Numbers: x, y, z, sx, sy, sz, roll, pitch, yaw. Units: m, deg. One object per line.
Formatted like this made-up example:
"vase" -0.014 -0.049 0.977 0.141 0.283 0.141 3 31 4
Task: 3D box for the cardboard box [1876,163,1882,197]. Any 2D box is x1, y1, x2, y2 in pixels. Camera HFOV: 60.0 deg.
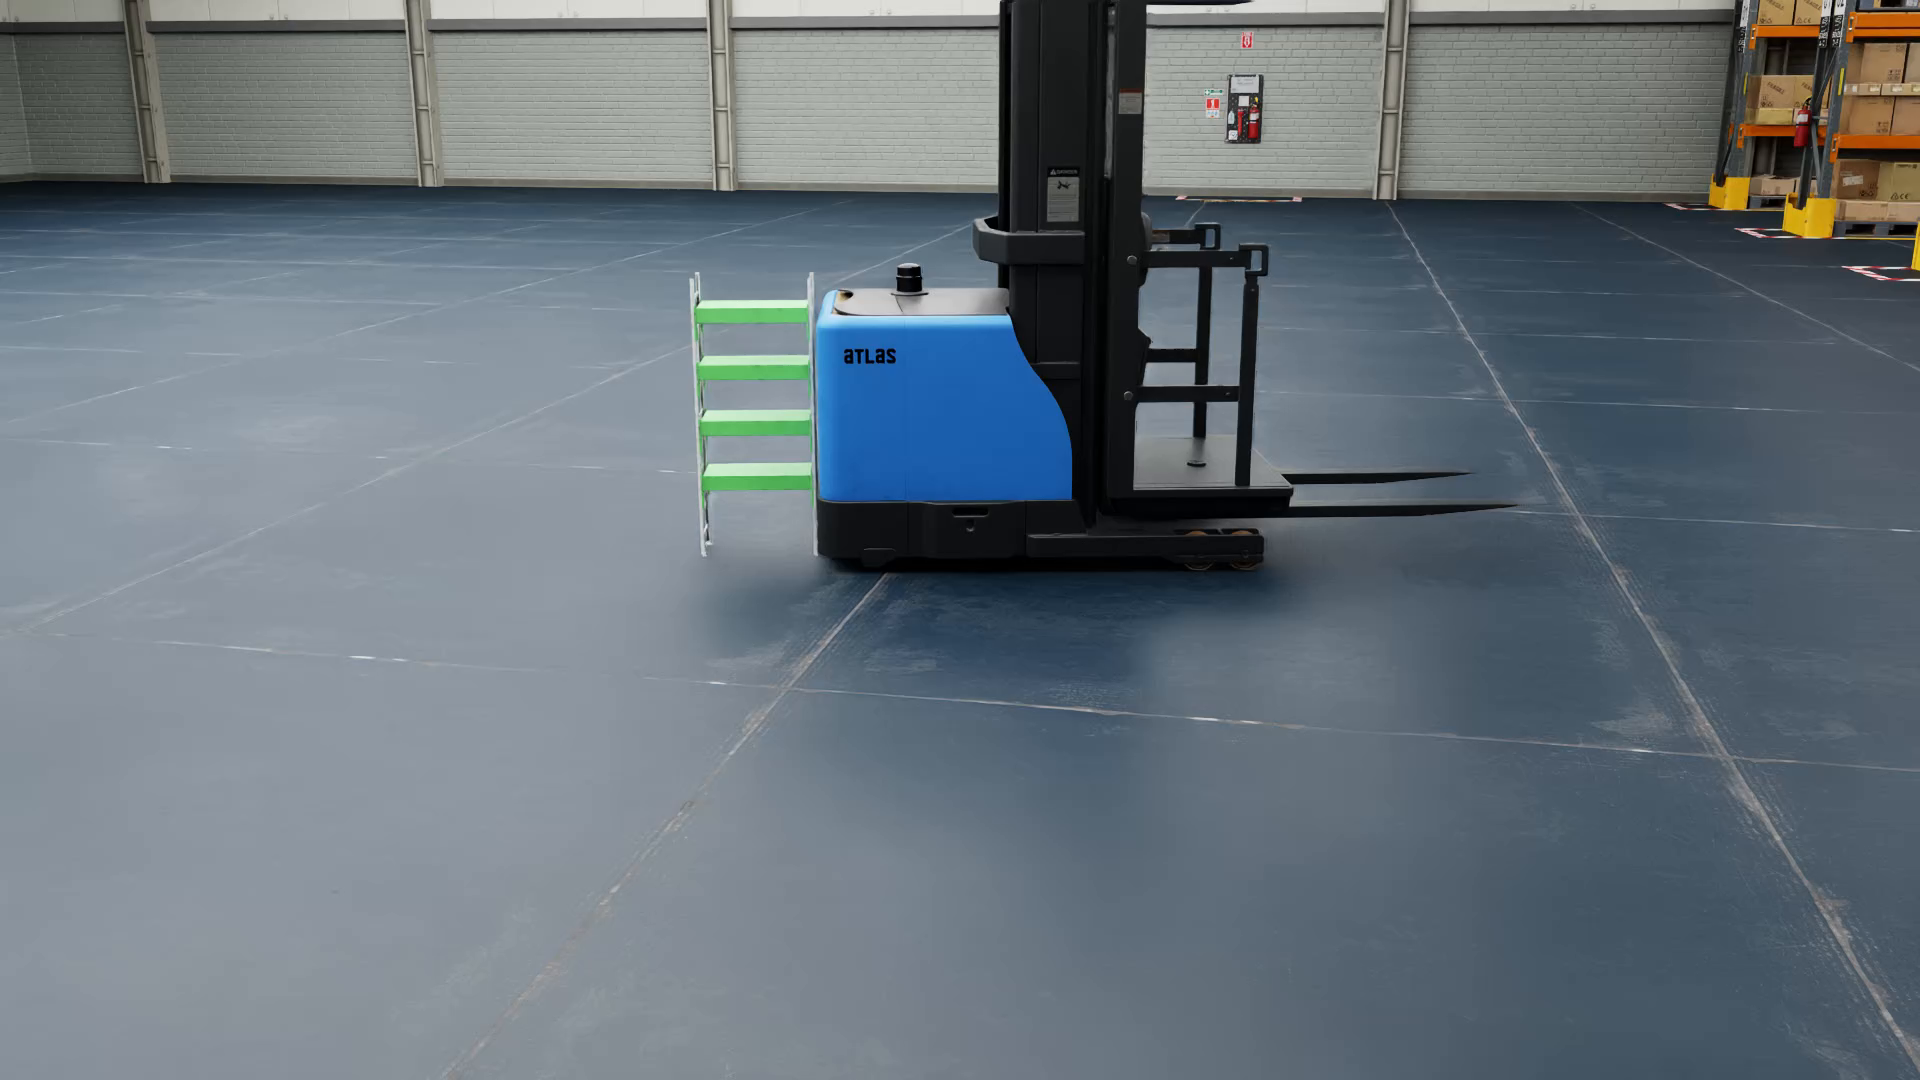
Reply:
"cardboard box" 14.320 -5.726 26.401 0.500 0.500 0.700 2 16 8

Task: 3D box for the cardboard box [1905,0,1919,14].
"cardboard box" 14.725 -8.164 25.500 0.500 0.500 0.500 2 16 9

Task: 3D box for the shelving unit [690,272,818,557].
"shelving unit" -0.877 -0.539 7.192 0.503 1.200 0.258 -1 15 -2

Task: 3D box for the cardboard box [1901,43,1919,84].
"cardboard box" 12.432 -6.181 21.568 0.500 0.500 0.700 3 16 10

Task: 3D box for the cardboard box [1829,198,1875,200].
"cardboard box" 11.993 -4.491 22.450 0.500 0.250 0.500 3 16 11

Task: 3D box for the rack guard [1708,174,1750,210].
"rack guard" 12.467 -5.652 26.960 0.348 0.500 1.175 3 16 11

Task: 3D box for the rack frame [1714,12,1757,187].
"rack frame" 12.392 -6.861 26.641 0.127 3.000 1.000 3 16 11

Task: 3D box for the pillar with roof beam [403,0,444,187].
"pillar with roof beam" -11.126 -10.092 27.066 0.400 9.000 9.100 3 16 11

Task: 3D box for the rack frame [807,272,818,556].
"rack frame" -0.633 -0.542 7.202 0.015 1.200 0.240 -1 15 -2

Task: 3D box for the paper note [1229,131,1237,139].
"paper note" 4.797 -7.114 29.203 0.142 0.148 0.016 3 16 11

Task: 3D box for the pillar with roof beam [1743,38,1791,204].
"pillar with roof beam" 12.393 -8.815 22.457 0.400 9.000 9.100 3 16 11

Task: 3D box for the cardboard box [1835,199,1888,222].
"cardboard box" 11.890 -4.355 21.960 0.500 0.250 0.500 3 16 11

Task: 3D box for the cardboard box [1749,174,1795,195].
"cardboard box" 13.053 -5.717 26.724 0.500 0.311 0.500 1 16 5

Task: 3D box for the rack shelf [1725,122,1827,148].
"rack shelf" 14.352 -6.408 26.353 4.000 0.370 1.077 3 16 11

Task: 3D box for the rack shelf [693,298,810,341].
"rack shelf" -0.877 -0.940 7.081 0.480 0.148 0.258 -1 15 -2

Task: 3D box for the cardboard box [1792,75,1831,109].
"cardboard box" 13.283 -7.027 26.079 0.500 0.500 0.500 3 16 11

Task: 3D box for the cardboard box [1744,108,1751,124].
"cardboard box" 12.889 -6.824 26.752 0.500 0.250 0.500 3 16 12

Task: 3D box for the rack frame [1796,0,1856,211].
"rack frame" 11.409 -5.565 21.962 0.127 3.000 1.000 3 16 11

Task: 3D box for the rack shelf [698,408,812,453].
"rack shelf" -0.877 -0.478 7.209 0.480 0.148 0.258 -1 15 -2

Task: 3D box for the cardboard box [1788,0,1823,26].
"cardboard box" 13.190 -8.243 25.788 0.500 0.500 0.500 4 16 15

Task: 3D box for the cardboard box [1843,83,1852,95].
"cardboard box" 11.821 -5.955 21.969 0.250 0.149 0.380 3 16 10

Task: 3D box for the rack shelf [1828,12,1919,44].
"rack shelf" 13.369 -6.557 21.274 4.000 0.370 1.077 3 16 11

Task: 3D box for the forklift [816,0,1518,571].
"forklift" 0.896 -1.423 7.138 3.031 2.935 1.130 -1 15 -2

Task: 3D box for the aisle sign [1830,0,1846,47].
"aisle sign" 11.284 -6.741 21.339 0.004 0.787 0.394 3 16 11

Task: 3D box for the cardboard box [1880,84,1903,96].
"cardboard box" 12.010 -5.835 21.536 0.250 0.149 0.380 3 16 10

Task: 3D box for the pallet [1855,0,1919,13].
"pallet" 12.097 -6.923 21.414 1.213 0.211 1.003 3 16 11

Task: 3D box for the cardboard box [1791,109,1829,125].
"cardboard box" 13.319 -6.665 26.179 0.500 0.250 0.500 3 16 9

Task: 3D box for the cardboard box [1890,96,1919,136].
"cardboard box" 12.379 -5.558 21.751 0.500 0.500 0.700 4 16 13

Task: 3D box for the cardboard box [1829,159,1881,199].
"cardboard box" 11.994 -4.853 22.351 0.500 0.500 0.500 3 16 11

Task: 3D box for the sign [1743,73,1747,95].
"sign" 12.284 -7.136 26.013 0.005 0.325 0.100 3 16 11

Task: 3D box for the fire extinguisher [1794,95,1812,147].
"fire extinguisher" 11.386 -5.655 22.434 0.183 0.674 0.296 3 16 11

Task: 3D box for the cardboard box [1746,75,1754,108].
"cardboard box" 12.897 -7.190 26.669 0.500 0.500 0.500 3 16 10

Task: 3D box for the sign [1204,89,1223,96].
"sign" 4.439 -7.837 29.105 0.331 0.109 0.001 3 16 11
